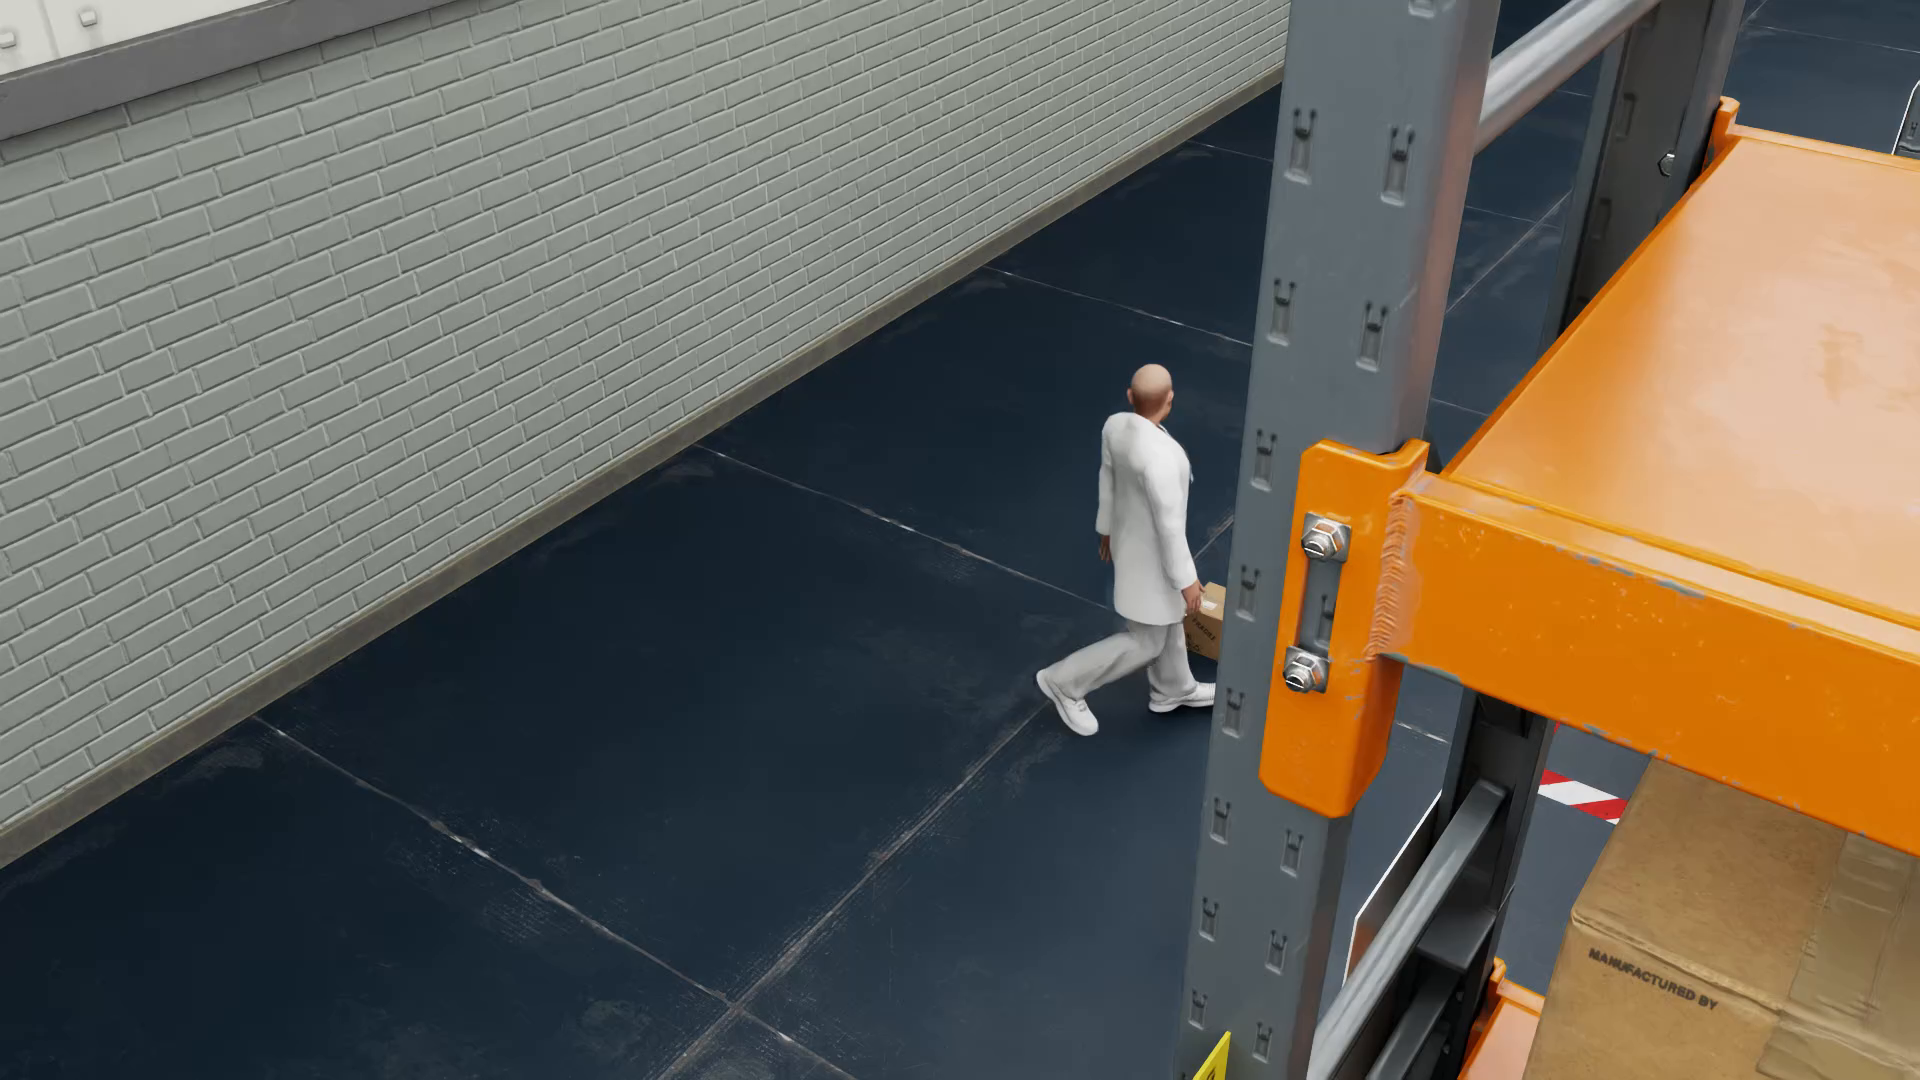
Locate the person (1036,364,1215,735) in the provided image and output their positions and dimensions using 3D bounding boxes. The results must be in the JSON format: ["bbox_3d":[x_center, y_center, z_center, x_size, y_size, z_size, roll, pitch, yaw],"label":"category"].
[{"bbox_3d":[0.798,0.077,7.220,0.911,1.752,0.628,-5,34,-8],"label":"person"}]
